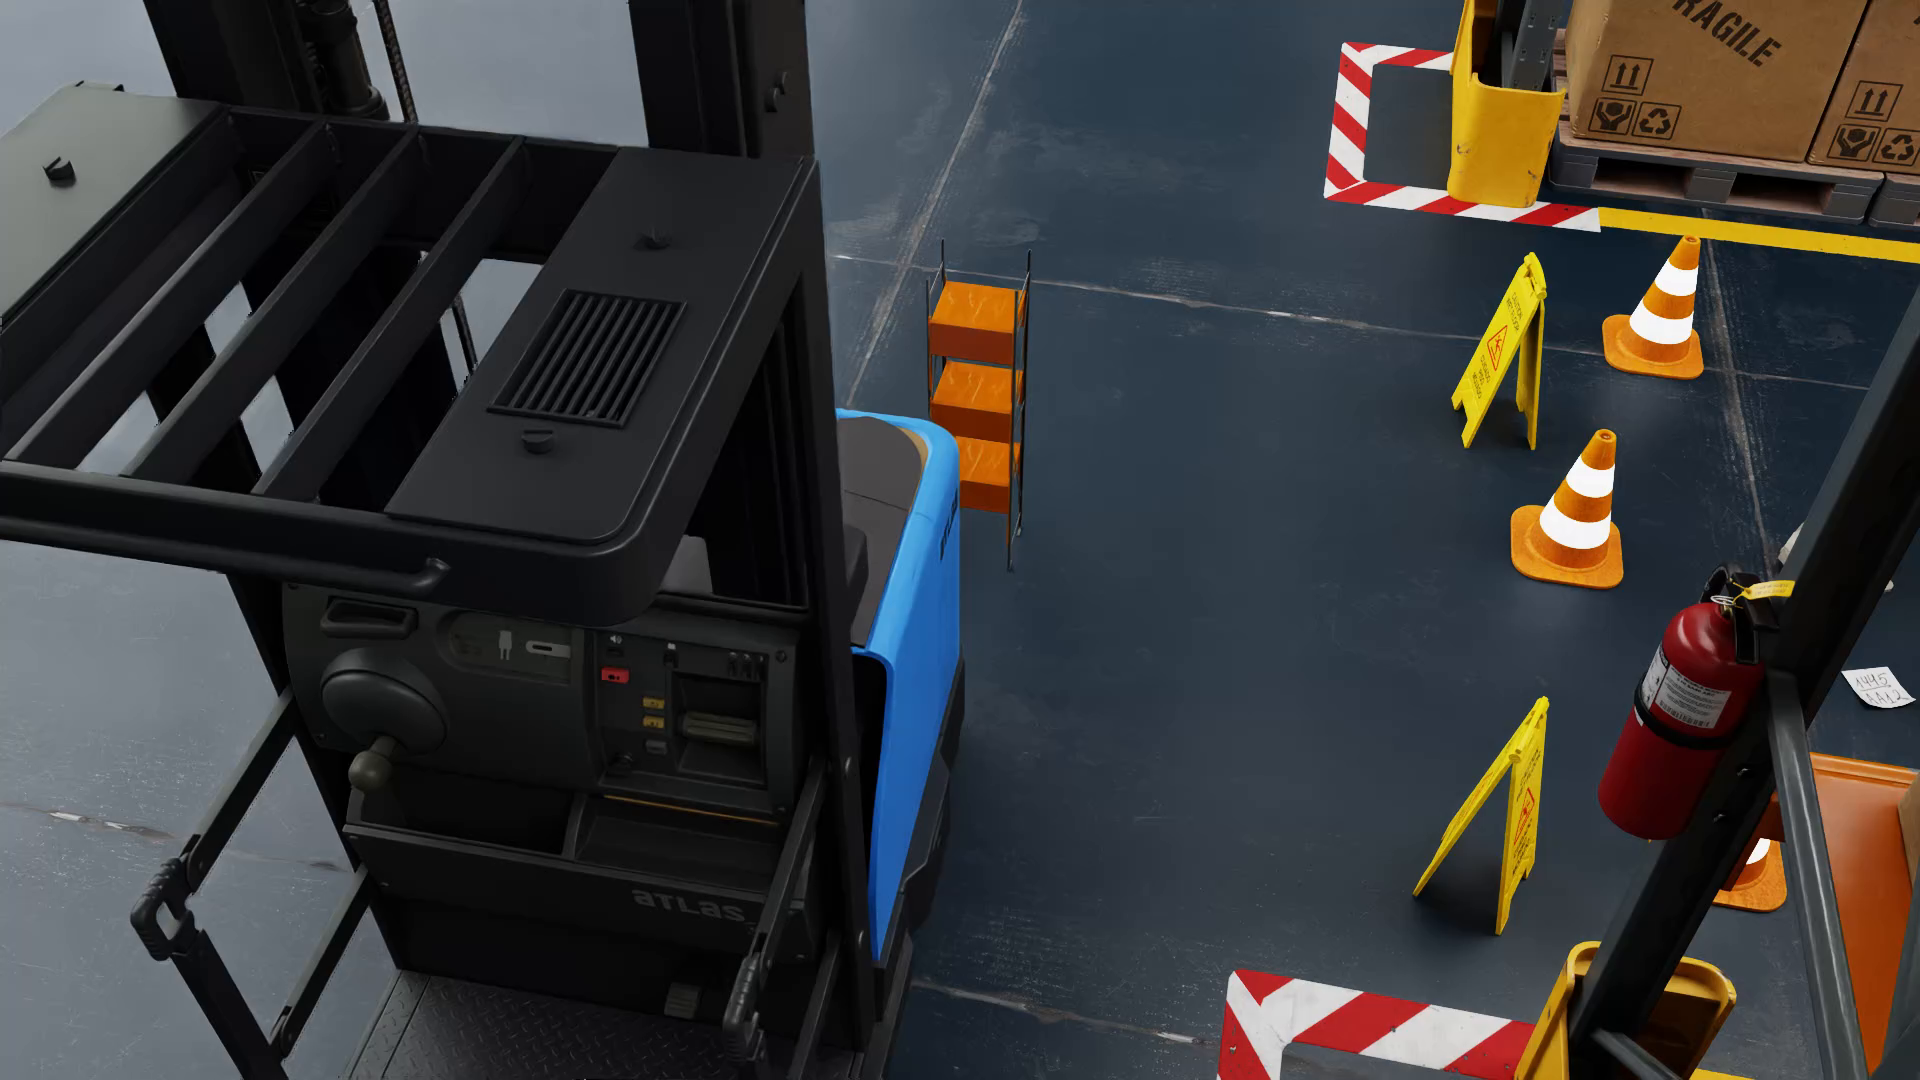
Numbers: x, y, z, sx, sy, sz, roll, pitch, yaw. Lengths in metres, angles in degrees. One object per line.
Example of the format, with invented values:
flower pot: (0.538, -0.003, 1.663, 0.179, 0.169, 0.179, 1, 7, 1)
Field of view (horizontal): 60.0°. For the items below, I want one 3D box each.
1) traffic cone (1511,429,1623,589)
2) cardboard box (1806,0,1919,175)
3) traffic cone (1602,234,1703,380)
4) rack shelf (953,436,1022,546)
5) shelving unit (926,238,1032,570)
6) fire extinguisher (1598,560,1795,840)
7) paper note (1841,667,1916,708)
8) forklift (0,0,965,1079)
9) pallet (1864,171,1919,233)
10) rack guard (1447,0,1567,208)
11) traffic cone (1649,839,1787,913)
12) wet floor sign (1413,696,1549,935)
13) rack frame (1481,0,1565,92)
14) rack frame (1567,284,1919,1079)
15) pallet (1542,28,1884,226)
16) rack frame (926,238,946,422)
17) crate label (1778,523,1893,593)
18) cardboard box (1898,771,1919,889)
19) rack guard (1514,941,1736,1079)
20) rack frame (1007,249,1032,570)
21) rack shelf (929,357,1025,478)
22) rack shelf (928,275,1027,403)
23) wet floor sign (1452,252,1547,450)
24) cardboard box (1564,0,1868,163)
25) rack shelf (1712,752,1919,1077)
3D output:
traffic cone: (1.902, -0.142, 5.063, 0.334, 0.463, 0.336, 9, 45, 9)
cardboard box: (3.808, -2.006, 6.401, 0.875, 0.875, 0.875, 8, 45, 8)
traffic cone: (2.481, -0.855, 5.805, 0.334, 0.463, 0.336, 9, 45, 9)
rack shelf: (0.052, -0.162, 5.078, 0.240, 0.259, 0.215, 9, 45, 9)
shelving unit: (0.052, -0.370, 4.878, 0.252, 1.050, 0.215, 9, 45, 9)
fire extinguisher: (1.279, 0.254, 2.879, 0.183, 0.674, 0.296, 9, 45, 9)
paper note: (2.648, 0.421, 4.791, 0.142, 0.019, 0.148, -5, 44, -5)
forklift: (-0.775, 0.373, 2.749, 1.130, 2.935, 3.031, 8, 44, 8)
pallet: (4.257, -1.551, 6.709, 1.213, 0.211, 1.003, 9, 45, 9)
rack guard: (2.249, -1.913, 6.877, 0.348, 0.500, 1.175, 9, 45, 9)
traffic cone: (1.992, 0.661, 4.230, 0.334, 0.463, 0.336, 9, 45, 9)
wet floor sign: (1.339, 0.650, 4.109, 0.232, 0.644, 0.267, 24, 49, 23)
rack frame: (2.273, -2.810, 6.007, 0.127, 3.000, 1.000, 9, 45, 9)
rack frame: (1.290, 0.557, 2.508, 0.053, 2.616, 0.949, 9, 45, 9)
pallet: (3.070, -1.737, 6.903, 1.213, 0.211, 1.003, 9, 45, 9)
rack frame: (-0.067, -0.389, 4.897, 0.008, 1.050, 0.200, 9, 45, 9)
crate label: (2.683, 0.053, 5.096, 0.298, 0.136, 0.250, -12, 45, -12)
cardboard box: (1.702, 0.557, 2.689, 0.250, 0.149, 0.380, 10, 45, 10)
rack guard: (1.365, 1.467, 3.365, 0.348, 0.500, 1.175, 9, 45, 9)
rack frame: (0.171, -0.352, 4.858, 0.008, 1.050, 0.200, 9, 45, 9)
rack shelf: (0.052, -0.363, 4.885, 0.240, 0.259, 0.215, 9, 45, 9)
rack shelf: (0.052, -0.567, 4.688, 0.240, 0.259, 0.215, 9, 45, 9)
wet floor sign: (1.812, -0.626, 5.436, 0.232, 0.644, 0.267, 2, 44, 2)
cardboard box: (2.949, -2.138, 6.538, 0.875, 0.875, 0.875, 9, 45, 9)
rack shelf: (3.242, 1.117, 2.445, 4.000, 0.370, 1.077, 9, 45, 9)
